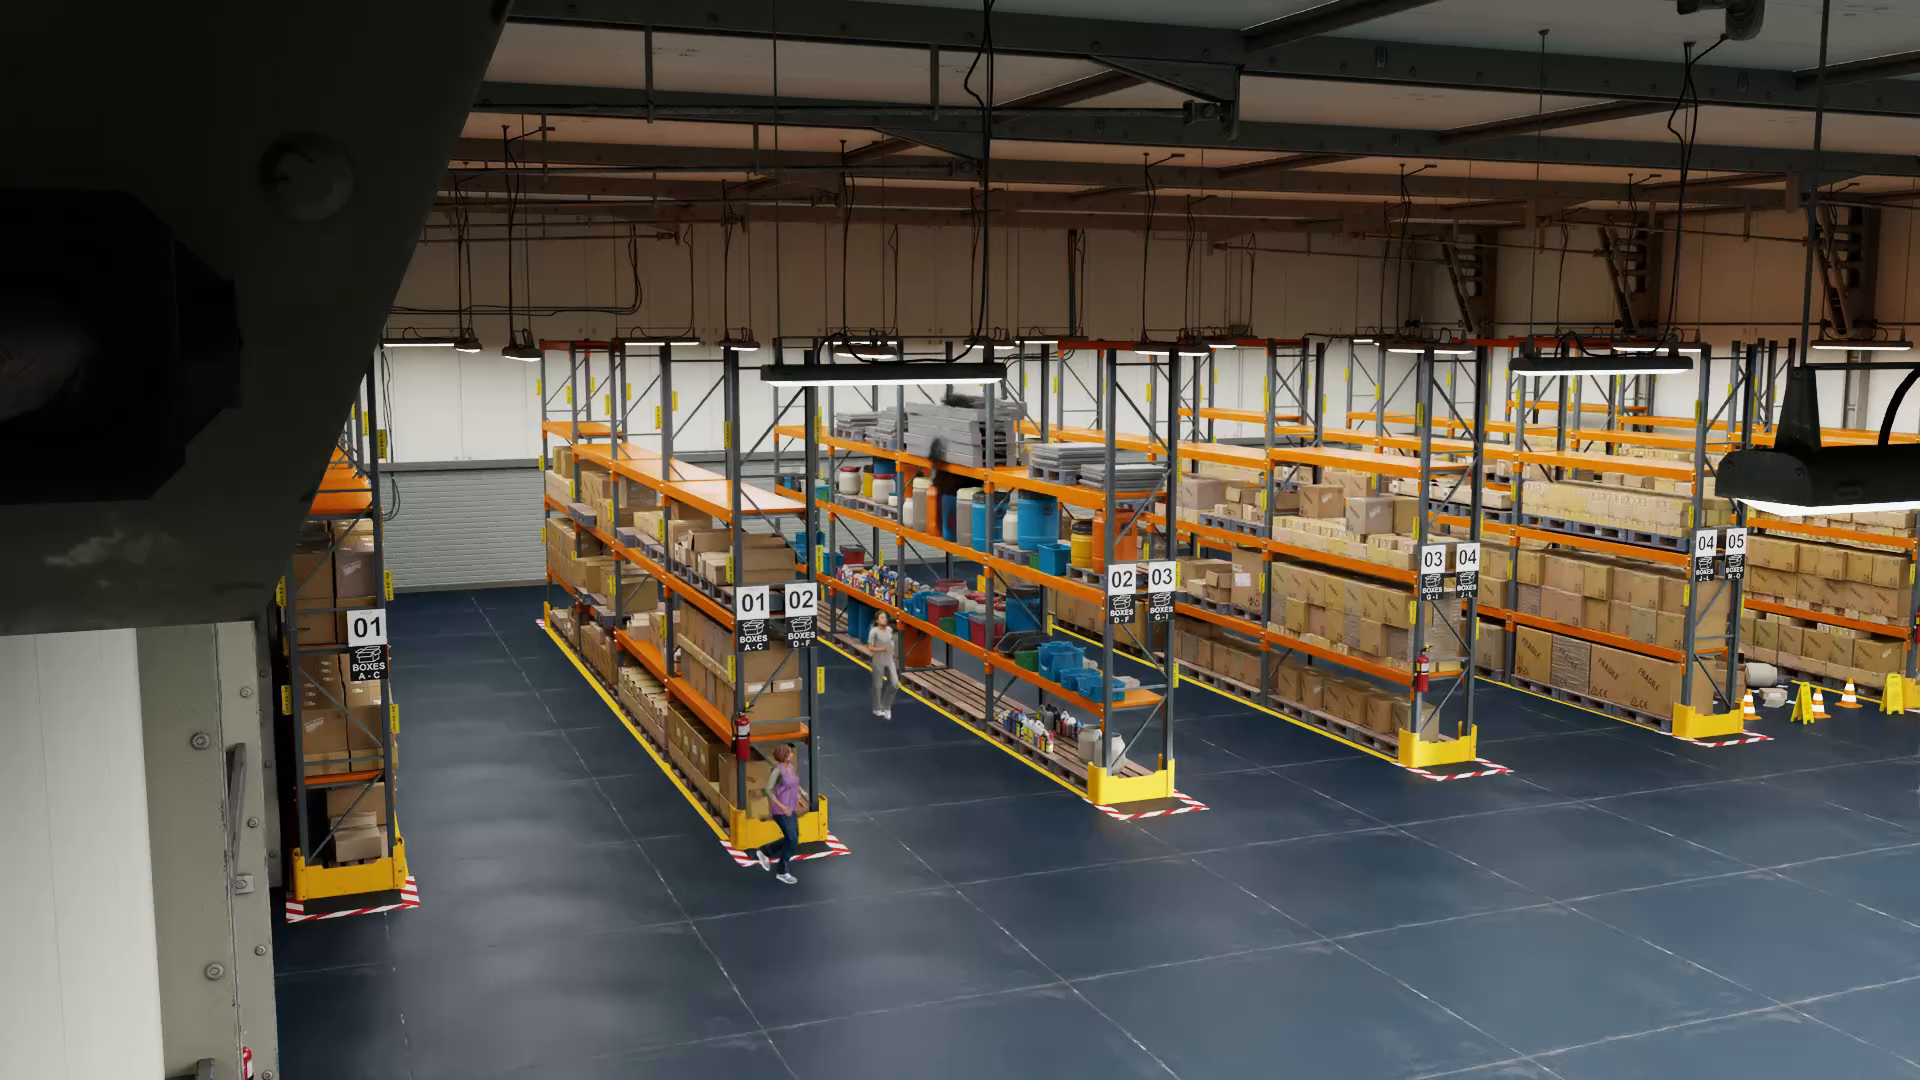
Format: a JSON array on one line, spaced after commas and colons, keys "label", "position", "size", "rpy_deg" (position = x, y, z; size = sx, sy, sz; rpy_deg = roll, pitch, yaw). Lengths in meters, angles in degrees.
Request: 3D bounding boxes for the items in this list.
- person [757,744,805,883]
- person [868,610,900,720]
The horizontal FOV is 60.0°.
[{"label": "person", "position": [-2.064, 3.109, 19.032], "size": [0.528, 1.564, 0.582], "rpy_deg": [3, 8, 19]}, {"label": "person", "position": [-1.148, 1.926, 25.490], "size": [0.548, 1.709, 0.613], "rpy_deg": [-5, 9, -32]}]
